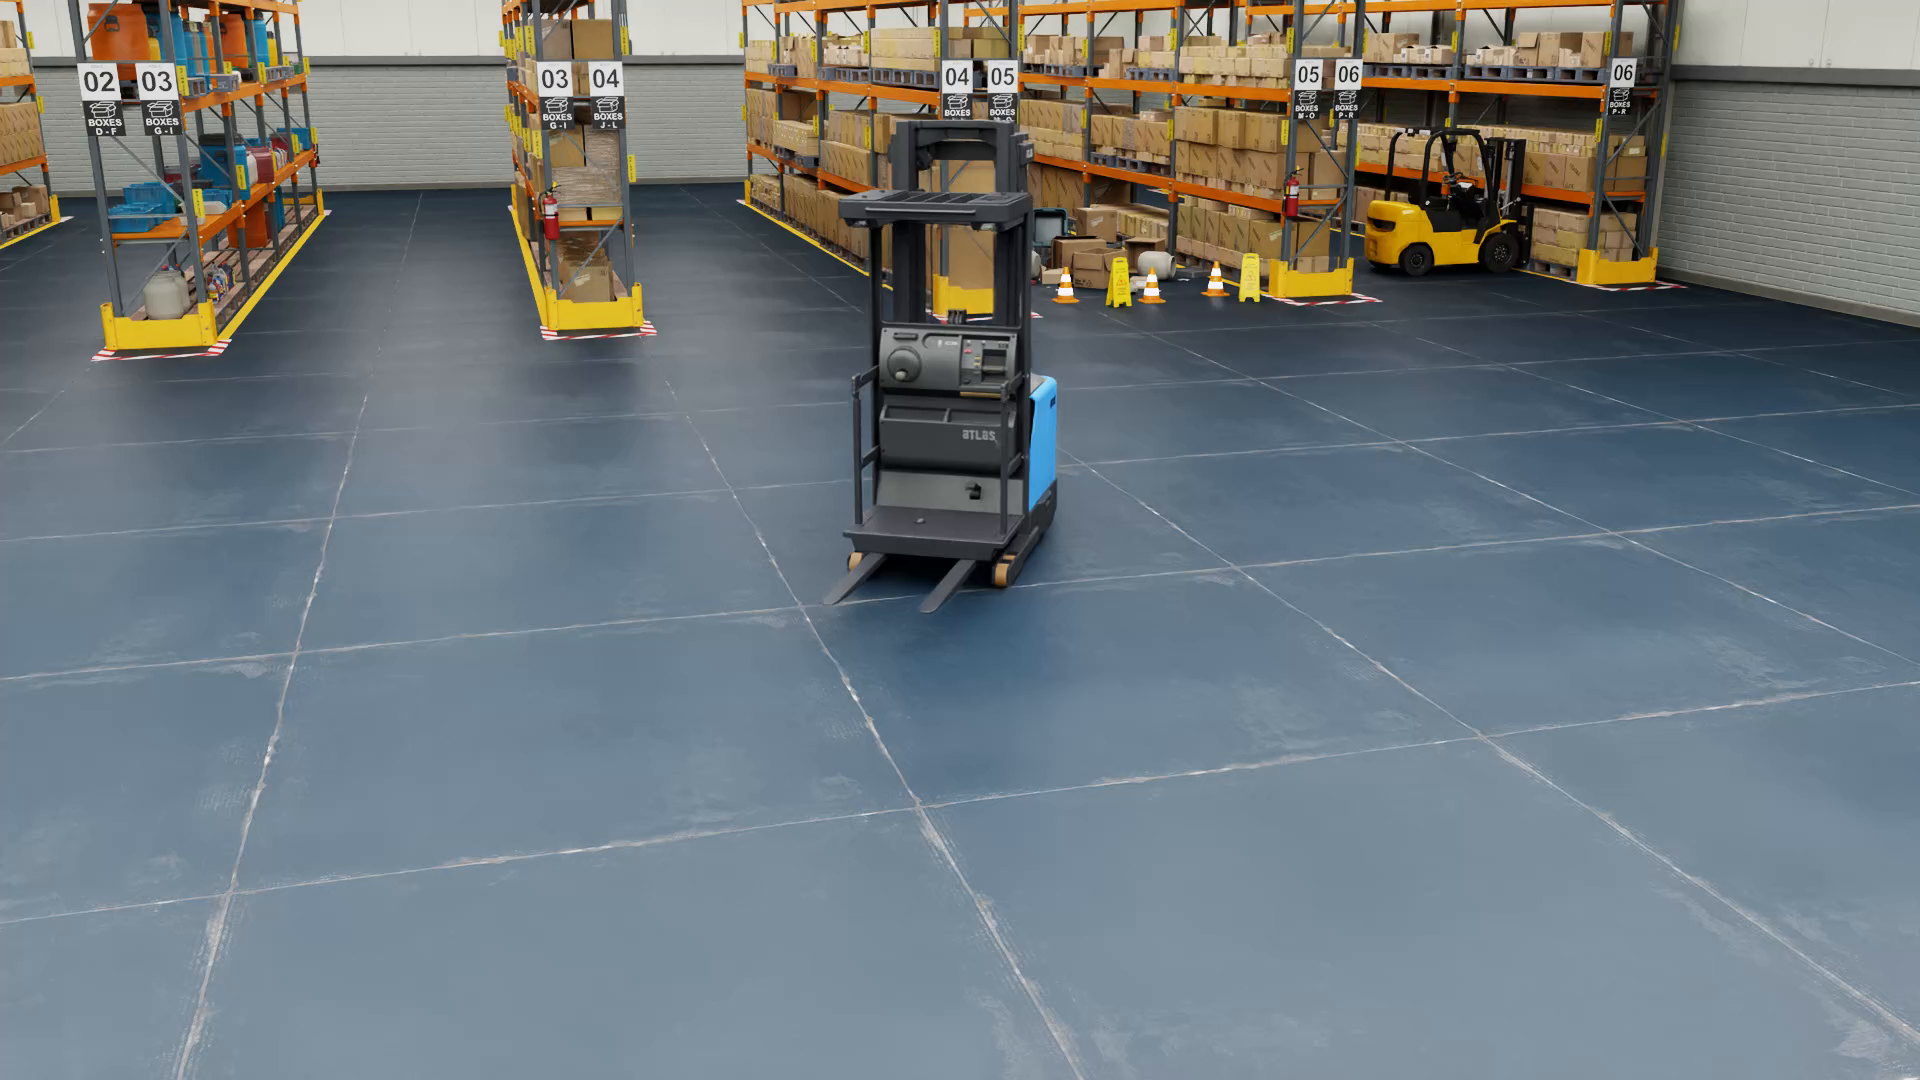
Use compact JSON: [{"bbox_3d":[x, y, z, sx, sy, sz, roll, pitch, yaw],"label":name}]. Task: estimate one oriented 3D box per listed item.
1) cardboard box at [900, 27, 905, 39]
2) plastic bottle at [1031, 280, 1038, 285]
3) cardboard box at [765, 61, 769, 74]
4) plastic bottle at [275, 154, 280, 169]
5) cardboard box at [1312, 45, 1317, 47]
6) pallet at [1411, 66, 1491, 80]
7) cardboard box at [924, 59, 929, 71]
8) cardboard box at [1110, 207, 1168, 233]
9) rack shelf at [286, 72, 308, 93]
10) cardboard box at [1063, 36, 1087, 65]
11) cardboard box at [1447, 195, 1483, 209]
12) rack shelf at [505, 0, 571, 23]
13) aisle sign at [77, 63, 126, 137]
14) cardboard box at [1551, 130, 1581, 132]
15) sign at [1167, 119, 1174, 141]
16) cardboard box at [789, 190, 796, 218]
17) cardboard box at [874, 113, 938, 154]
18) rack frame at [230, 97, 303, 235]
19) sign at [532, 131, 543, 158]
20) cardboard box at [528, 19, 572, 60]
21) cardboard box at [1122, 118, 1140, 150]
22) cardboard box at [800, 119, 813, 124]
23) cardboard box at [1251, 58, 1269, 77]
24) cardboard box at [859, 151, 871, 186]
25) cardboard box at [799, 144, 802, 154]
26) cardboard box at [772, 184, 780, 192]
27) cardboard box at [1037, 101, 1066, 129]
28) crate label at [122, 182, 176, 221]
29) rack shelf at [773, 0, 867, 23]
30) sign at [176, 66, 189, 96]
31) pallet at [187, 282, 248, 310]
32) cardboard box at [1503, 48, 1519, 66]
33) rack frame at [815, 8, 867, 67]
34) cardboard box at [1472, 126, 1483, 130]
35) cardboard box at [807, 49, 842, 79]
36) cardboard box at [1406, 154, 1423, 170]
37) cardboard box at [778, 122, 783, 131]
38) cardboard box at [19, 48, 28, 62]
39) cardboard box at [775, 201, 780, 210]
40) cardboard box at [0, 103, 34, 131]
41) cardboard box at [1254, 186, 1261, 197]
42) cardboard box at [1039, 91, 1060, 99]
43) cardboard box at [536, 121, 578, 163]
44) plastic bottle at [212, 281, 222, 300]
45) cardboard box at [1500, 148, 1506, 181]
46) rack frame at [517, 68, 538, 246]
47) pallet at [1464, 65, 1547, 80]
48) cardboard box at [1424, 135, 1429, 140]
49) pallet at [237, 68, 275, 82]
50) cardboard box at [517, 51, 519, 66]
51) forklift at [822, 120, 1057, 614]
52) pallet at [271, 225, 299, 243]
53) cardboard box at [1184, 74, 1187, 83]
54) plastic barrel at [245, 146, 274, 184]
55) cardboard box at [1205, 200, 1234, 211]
[{"bbox_3d":[-0.601,-6.904,22.654,0.380,0.149,0.250,-5,17,-15],"label":"cardboard box"},{"bbox_3d":[1.001,-3.782,24.436,0.283,0.061,0.133,-12,20,-34],"label":"plastic bottle"},{"bbox_3d":[-3.582,-9.406,33.097,0.500,0.250,0.500,-5,17,-15],"label":"cardboard box"},{"bbox_3d":[-11.861,-6.547,28.749,0.152,0.276,0.135,-5,17,-15],"label":"plastic bottle"},{"bbox_3d":[7.041,-9.488,32.161,0.380,0.149,0.250,-5,17,-16],"label":"cardboard box"},{"bbox_3d":[8.386,-7.975,28.407,0.805,0.209,1.217,-5,18,-17],"label":"pallet"},{"bbox_3d":[-0.249,-6.168,21.592,0.380,0.149,0.250,-5,17,-15],"label":"cardboard box"},{"bbox_3d":[3.126,-5.682,29.493,0.950,0.372,0.625,-5,17,-16],"label":"cardboard box"},{"bbox_3d":[-13.170,-8.677,31.661,1.077,0.370,4.000,-5,17,-15],"label":"rack shelf"},{"bbox_3d":[2.315,-9.045,30.731,0.700,0.500,0.500,-6,18,-18],"label":"cardboard box"},{"bbox_3d":[8.472,-5.592,27.666,0.500,0.250,0.500,-5,17,-16],"label":"cardboard box"},{"bbox_3d":[-7.308,-9.207,28.907,1.077,0.370,4.000,-5,17,-15],"label":"rack shelf"},{"bbox_3d":[-9.588,-4.914,18.579,0.394,0.787,0.004,-5,17,-15],"label":"aisle sign"},{"bbox_3d":[9.456,-6.322,25.966,0.380,0.149,0.250,-5,17,-15],"label":"cardboard box"},{"bbox_3d":[3.337,-6.504,26.376,0.100,0.325,0.005,-5,17,-15],"label":"sign"},{"bbox_3d":[-2.966,-6.420,31.726,0.500,0.500,0.500,-4,17,-13],"label":"cardboard box"},{"bbox_3d":[-0.794,-6.059,24.771,0.875,0.550,0.550,-5,17,-15],"label":"cardboard box"},{"bbox_3d":[-12.620,-7.032,30.147,1.000,3.000,0.127,-5,17,-15],"label":"rack frame"},{"bbox_3d":[-5.099,-4.772,20.061,0.100,0.325,0.005,-5,17,-15],"label":"sign"},{"bbox_3d":[-5.229,-6.379,21.201,0.500,0.500,0.500,-5,17,-15],"label":"cardboard box"},{"bbox_3d":[3.103,-6.920,28.355,0.500,0.500,0.500,-5,18,-17],"label":"cardboard box"},{"bbox_3d":[-2.955,-8.135,33.128,0.500,0.500,0.500,-5,17,-16],"label":"cardboard box"},{"bbox_3d":[4.445,-6.655,23.424,0.500,0.250,0.500,-5,17,-16],"label":"cardboard box"},{"bbox_3d":[-1.263,-5.746,25.692,0.500,0.500,0.500,-5,17,-16],"label":"cardboard box"},{"bbox_3d":[-2.677,-7.002,29.755,0.380,0.149,0.250,-4,17,-14],"label":"cardboard box"},{"bbox_3d":[-3.593,-7.122,33.639,0.380,0.149,0.250,-5,17,-16],"label":"cardboard box"},{"bbox_3d":[1.817,-8.312,32.496,0.500,0.500,0.500,-5,17,-17],"label":"cardboard box"},{"bbox_3d":[-10.088,-4.217,20.716,0.502,0.435,0.616,-5,17,-15],"label":"crate label"},{"bbox_3d":[-2.511,-9.571,30.120,1.077,0.370,4.000,-5,17,-15],"label":"rack shelf"},{"bbox_3d":[-8.792,-5.196,18.805,0.100,0.325,0.005,-5,17,-15],"label":"sign"},{"bbox_3d":[-10.277,-3.294,22.552,1.003,0.211,1.213,-5,17,-15],"label":"pallet"},{"bbox_3d":[8.757,-7.574,26.069,0.396,0.266,0.258,-5,17,-17],"label":"cardboard box"},{"bbox_3d":[-1.962,-9.554,28.117,1.000,3.000,0.127,-5,17,-15],"label":"rack frame"},{"bbox_3d":[8.619,-6.713,27.268,0.380,0.149,0.250,-4,17,-14],"label":"cardboard box"},{"bbox_3d":[-2.363,-8.303,28.993,0.500,0.500,0.500,-5,17,-15],"label":"cardboard box"},{"bbox_3d":[8.107,-6.573,28.881,0.500,0.250,0.500,-5,17,-16],"label":"cardboard box"},{"bbox_3d":[-3.245,-7.860,31.578,0.380,0.149,0.250,-5,17,-15],"label":"cardboard box"},{"bbox_3d":[-18.097,-9.230,31.643,0.500,0.250,0.500,-5,17,-15],"label":"cardboard box"},{"bbox_3d":[-3.496,-6.705,33.284,0.380,0.149,0.250,-4,17,-15],"label":"cardboard box"},{"bbox_3d":[-17.957,-8.033,31.570,0.500,0.500,0.500,-4,17,-14],"label":"cardboard box"},{"bbox_3d":[4.434,-4.988,23.779,0.380,0.149,0.250,-5,17,-16],"label":"cardboard box"},{"bbox_3d":[1.833,-9.152,34.167,0.380,0.149,0.250,-5,17,-16],"label":"cardboard box"},{"bbox_3d":[-5.092,-5.044,21.100,0.500,0.500,0.500,-5,17,-15],"label":"cardboard box"},{"bbox_3d":[-9.615,-3.237,21.494,0.097,0.271,0.097,0,17,0],"label":"plastic bottle"},{"bbox_3d":[8.811,-6.009,26.569,0.500,0.500,0.500,-5,17,-16],"label":"cardboard box"},{"bbox_3d":[-6.758,-6.317,27.768,1.000,3.000,0.127,-5,17,-15],"label":"rack frame"},{"bbox_3d":[8.900,-7.548,26.805,1.003,0.211,1.213,-5,17,-15],"label":"pallet"},{"bbox_3d":[8.228,-6.965,28.623,0.380,0.149,0.250,-5,17,-15],"label":"cardboard box"},{"bbox_3d":[-11.637,-7.491,26.790,1.003,0.211,1.213,-5,17,-15],"label":"pallet"},{"bbox_3d":[-6.741,-7.750,26.281,0.500,0.500,0.500,-5,17,-15],"label":"cardboard box"},{"bbox_3d":[-0.131,-1.209,10.881,1.130,2.935,3.031,4,17,13],"label":"forklift"},{"bbox_3d":[-12.448,-5.480,29.827,1.003,0.211,1.213,-5,17,-15],"label":"pallet"},{"bbox_3d":[3.718,-7.204,25.942,0.380,0.149,0.250,-5,17,-16],"label":"cardboard box"},{"bbox_3d":[-11.102,-5.886,26.097,0.600,0.536,0.708,-5,17,-15],"label":"plastic barrel"},{"bbox_3d":[3.968,-5.108,25.361,0.380,0.149,0.250,-4,17,-12],"label":"cardboard box"}]
